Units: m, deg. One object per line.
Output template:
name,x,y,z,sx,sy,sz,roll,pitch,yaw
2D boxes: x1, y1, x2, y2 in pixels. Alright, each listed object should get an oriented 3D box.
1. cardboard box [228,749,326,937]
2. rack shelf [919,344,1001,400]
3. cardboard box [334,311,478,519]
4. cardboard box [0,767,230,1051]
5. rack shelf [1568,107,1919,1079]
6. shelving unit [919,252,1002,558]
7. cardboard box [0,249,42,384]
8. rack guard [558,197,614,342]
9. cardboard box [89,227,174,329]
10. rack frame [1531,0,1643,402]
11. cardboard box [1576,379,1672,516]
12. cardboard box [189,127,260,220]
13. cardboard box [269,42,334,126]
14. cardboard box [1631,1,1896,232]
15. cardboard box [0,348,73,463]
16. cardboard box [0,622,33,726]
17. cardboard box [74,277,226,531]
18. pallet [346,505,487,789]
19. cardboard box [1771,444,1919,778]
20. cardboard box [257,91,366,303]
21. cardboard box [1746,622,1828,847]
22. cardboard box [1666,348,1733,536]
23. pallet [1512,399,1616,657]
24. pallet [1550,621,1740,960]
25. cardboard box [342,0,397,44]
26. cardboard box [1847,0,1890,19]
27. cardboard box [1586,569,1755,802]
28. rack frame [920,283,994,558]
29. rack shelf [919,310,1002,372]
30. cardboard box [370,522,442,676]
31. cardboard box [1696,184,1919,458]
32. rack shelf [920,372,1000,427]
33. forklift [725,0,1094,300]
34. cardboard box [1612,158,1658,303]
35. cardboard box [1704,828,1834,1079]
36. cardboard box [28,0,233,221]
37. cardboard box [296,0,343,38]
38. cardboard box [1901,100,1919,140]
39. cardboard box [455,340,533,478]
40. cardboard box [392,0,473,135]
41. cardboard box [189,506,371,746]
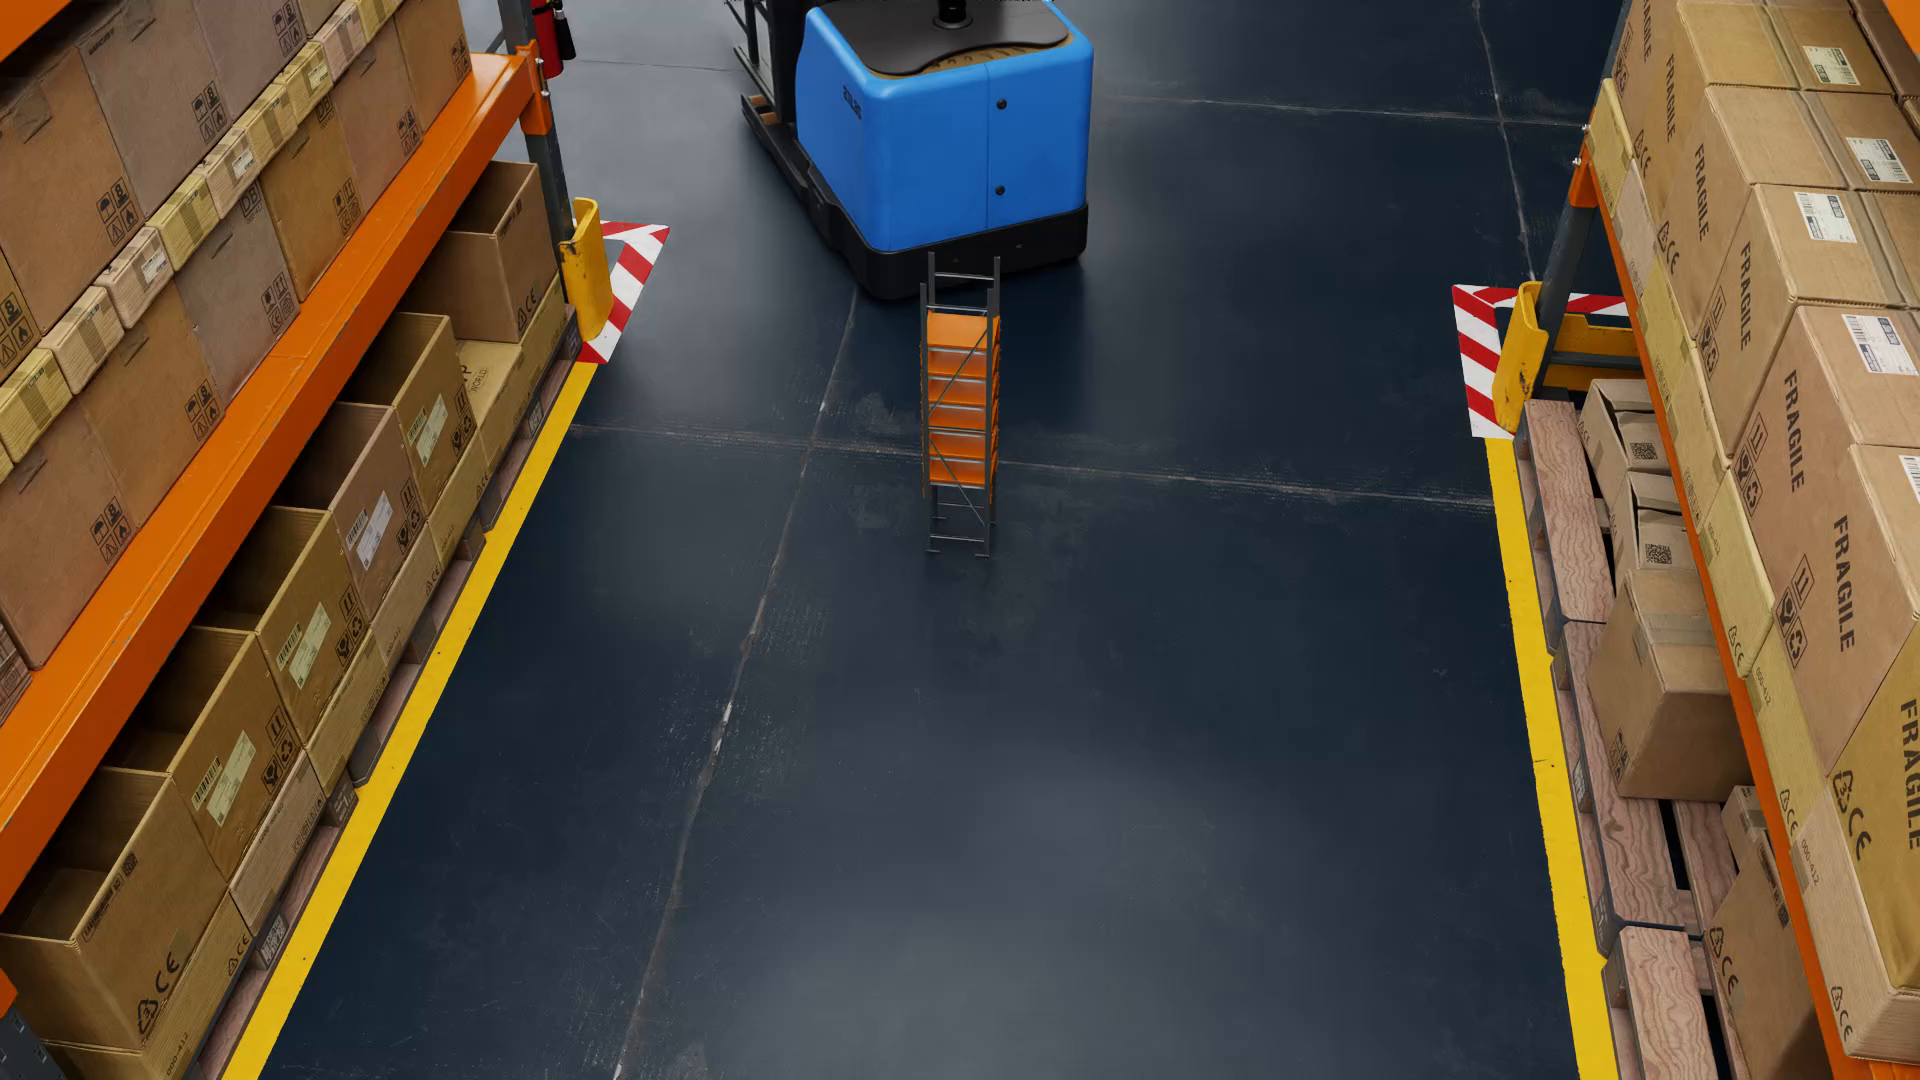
cardboard box,-2.222,0.854,4.861,0.500,0.250,0.500,5,44,6
rack shelf,0.002,-0.588,5.713,0.258,0.103,0.180,5,44,6
cardboard box,-2.019,-0.440,5.682,0.500,0.500,0.500,5,44,6
cardboard box,-2.283,0.923,4.243,0.500,0.500,0.500,5,44,6
rack shelf,2.521,-0.017,4.610,1.077,0.370,4.000,5,44,6
shelving unit,0.002,-0.446,5.848,0.258,1.200,0.189,5,44,6
cardboard box,-2.537,-0.518,3.599,0.700,0.500,0.500,5,44,5
rack guard,-2.123,-1.198,7.152,1.175,0.500,0.348,5,44,6
cardboard box,-2.261,-0.679,4.241,0.380,0.149,0.250,4,44,4
rack frame,2.785,-1.642,5.802,1.000,3.000,0.127,5,44,6
cardboard box,2.604,-0.362,6.086,0.500,0.311,0.500,1,43,1
cardboard box,-2.190,-1.026,4.608,0.380,0.149,0.250,5,44,5
cardboard box,-2.124,-1.380,4.982,0.380,0.149,0.250,6,44,7
cardboard box,2.349,-1.233,4.919,0.500,0.500,0.500,5,44,6
cardboard box,-2.328,-0.327,3.869,0.380,0.149,0.250,5,44,5
cardboard box,-2.602,0.297,3.681,0.700,0.500,0.500,4,44,4
cardboard box,-2.469,-0.404,4.422,0.700,0.500,0.500,6,44,6
pallet,-2.349,0.277,5.804,1.003,0.211,1.213,5,44,6
cardboard box,2.072,0.168,3.440,0.500,0.500,0.500,5,44,5
cardboard box,-2.336,-1.112,5.170,0.700,0.500,0.500,6,44,6
cardboard box,2.092,0.443,3.696,0.500,0.250,0.500,5,44,6
cardboard box,2.209,-0.245,4.421,0.500,0.250,0.500,6,44,6
pallet,2.633,-0.027,6.125,1.003,0.211,1.213,5,44,6
pallet,2.469,0.802,5.249,1.003,0.211,1.213,5,44,6
cardboard box,-2.054,-1.731,5.352,0.380,0.149,0.250,5,44,5
cardboard box,2.933,-1.526,5.229,0.500,0.500,0.500,5,44,5
cardboard box,2.382,0.454,5.087,0.700,0.500,0.500,3,44,3
rack frame,-0.010,-0.383,5.782,0.240,1.200,0.006,5,44,6
rack shelf,0.002,-0.675,5.631,0.258,0.103,0.180,5,44,6
cardboard box,-2.090,0.172,5.581,0.500,0.250,0.500,5,44,6
cardboard box,2.218,-0.528,4.175,0.500,0.500,0.500,6,44,7
rack shelf,0.002,-0.500,5.796,0.258,0.103,0.180,5,44,6
forklift,-0.459,-3.136,7.430,1.130,2.935,3.031,-16,46,-16
cardboard box,2.351,-0.936,5.151,0.500,0.250,0.500,4,44,4
cardboard box,2.354,1.121,4.382,0.500,0.500,0.500,2,43,2
cardboard box,-2.403,-1.200,4.319,0.700,0.500,0.500,5,44,6
cardboard box,-2.271,-1.885,5.043,0.700,0.500,0.500,4,44,4
cardboard box,2.793,-0.831,4.495,0.500,0.500,0.500,4,44,4
cardboard box,-1.958,-0.509,6.301,0.500,0.250,0.500,5,44,6
cardboard box,-2.200,-1.809,5.906,0.700,0.500,0.500,5,44,6
cardboard box,-2.151,0.241,4.963,0.500,0.500,0.500,5,44,6
